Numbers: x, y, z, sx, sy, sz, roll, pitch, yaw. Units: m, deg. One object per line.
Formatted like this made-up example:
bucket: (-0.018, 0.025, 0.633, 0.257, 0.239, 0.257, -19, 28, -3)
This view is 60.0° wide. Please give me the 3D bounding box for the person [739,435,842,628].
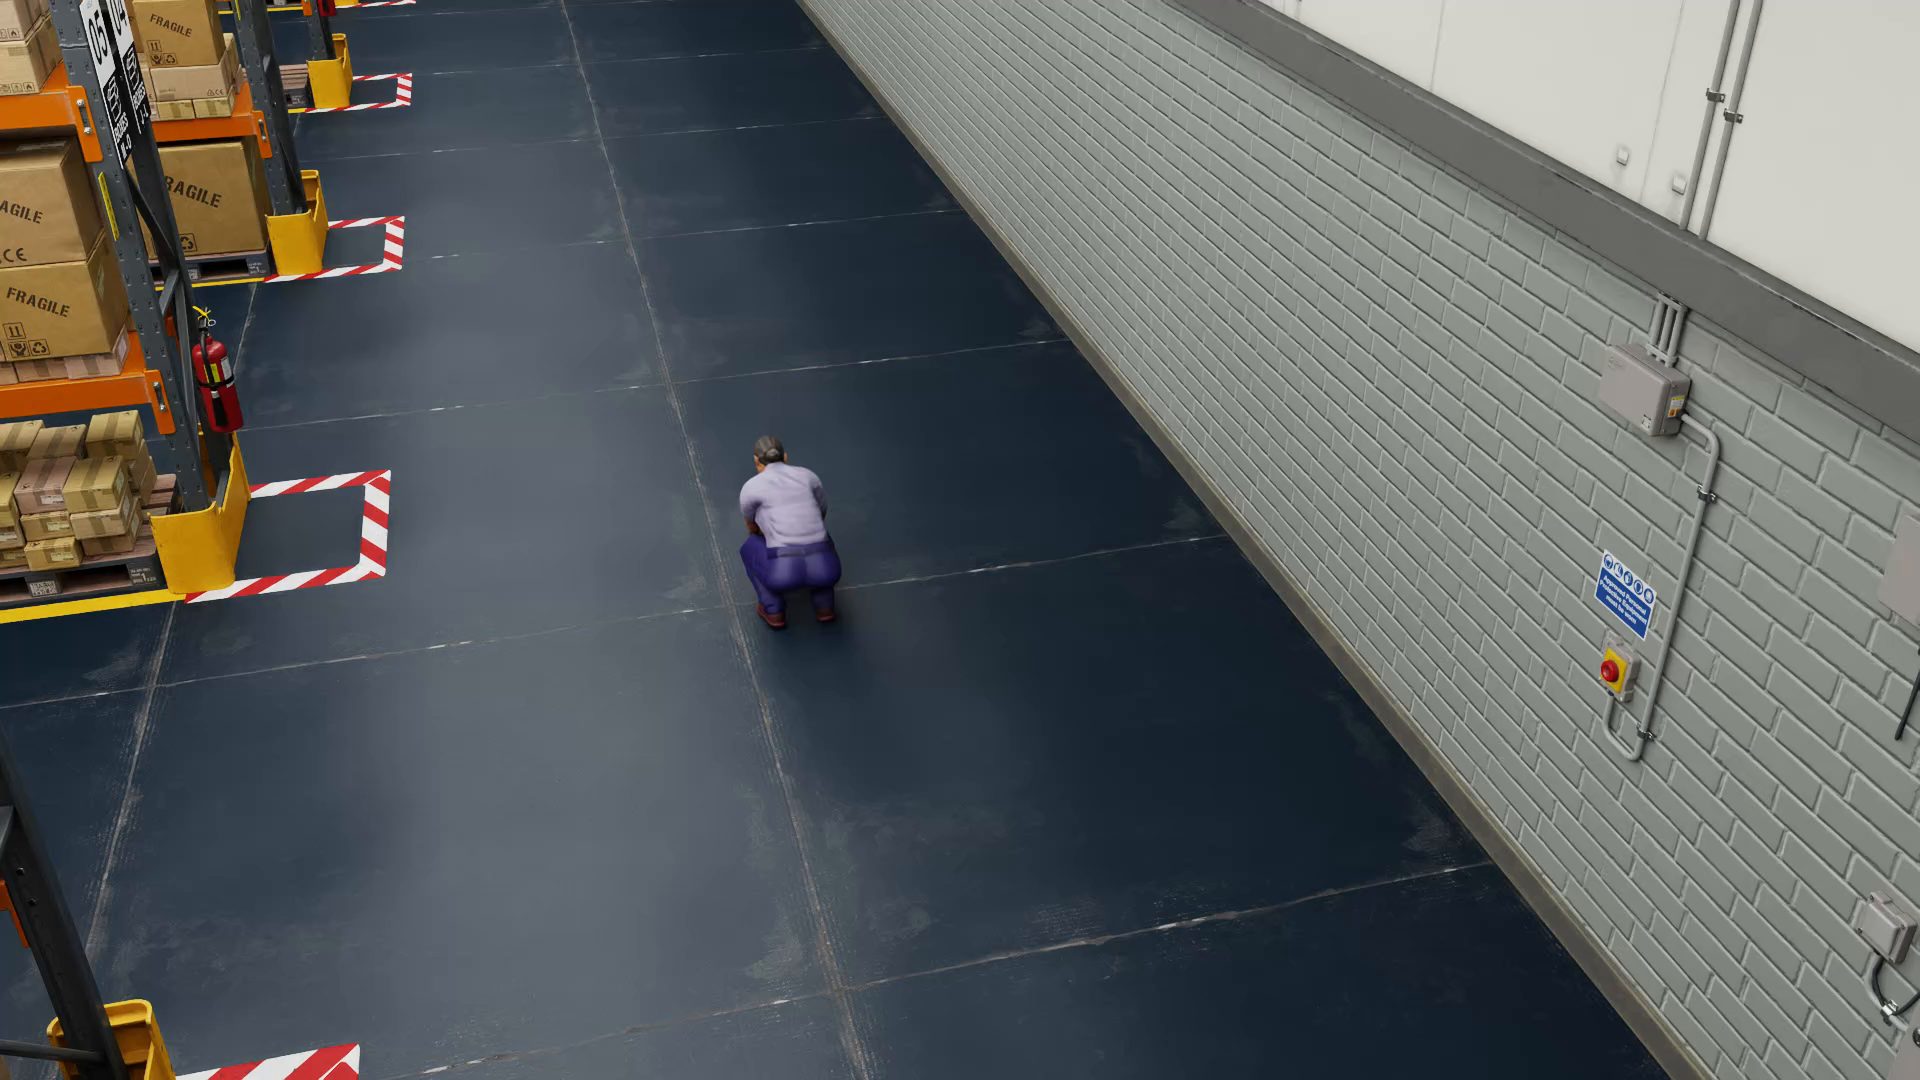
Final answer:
person: (-0.938, -0.058, 9.070, 0.525, 0.931, 0.833, -8, 31, -13)
